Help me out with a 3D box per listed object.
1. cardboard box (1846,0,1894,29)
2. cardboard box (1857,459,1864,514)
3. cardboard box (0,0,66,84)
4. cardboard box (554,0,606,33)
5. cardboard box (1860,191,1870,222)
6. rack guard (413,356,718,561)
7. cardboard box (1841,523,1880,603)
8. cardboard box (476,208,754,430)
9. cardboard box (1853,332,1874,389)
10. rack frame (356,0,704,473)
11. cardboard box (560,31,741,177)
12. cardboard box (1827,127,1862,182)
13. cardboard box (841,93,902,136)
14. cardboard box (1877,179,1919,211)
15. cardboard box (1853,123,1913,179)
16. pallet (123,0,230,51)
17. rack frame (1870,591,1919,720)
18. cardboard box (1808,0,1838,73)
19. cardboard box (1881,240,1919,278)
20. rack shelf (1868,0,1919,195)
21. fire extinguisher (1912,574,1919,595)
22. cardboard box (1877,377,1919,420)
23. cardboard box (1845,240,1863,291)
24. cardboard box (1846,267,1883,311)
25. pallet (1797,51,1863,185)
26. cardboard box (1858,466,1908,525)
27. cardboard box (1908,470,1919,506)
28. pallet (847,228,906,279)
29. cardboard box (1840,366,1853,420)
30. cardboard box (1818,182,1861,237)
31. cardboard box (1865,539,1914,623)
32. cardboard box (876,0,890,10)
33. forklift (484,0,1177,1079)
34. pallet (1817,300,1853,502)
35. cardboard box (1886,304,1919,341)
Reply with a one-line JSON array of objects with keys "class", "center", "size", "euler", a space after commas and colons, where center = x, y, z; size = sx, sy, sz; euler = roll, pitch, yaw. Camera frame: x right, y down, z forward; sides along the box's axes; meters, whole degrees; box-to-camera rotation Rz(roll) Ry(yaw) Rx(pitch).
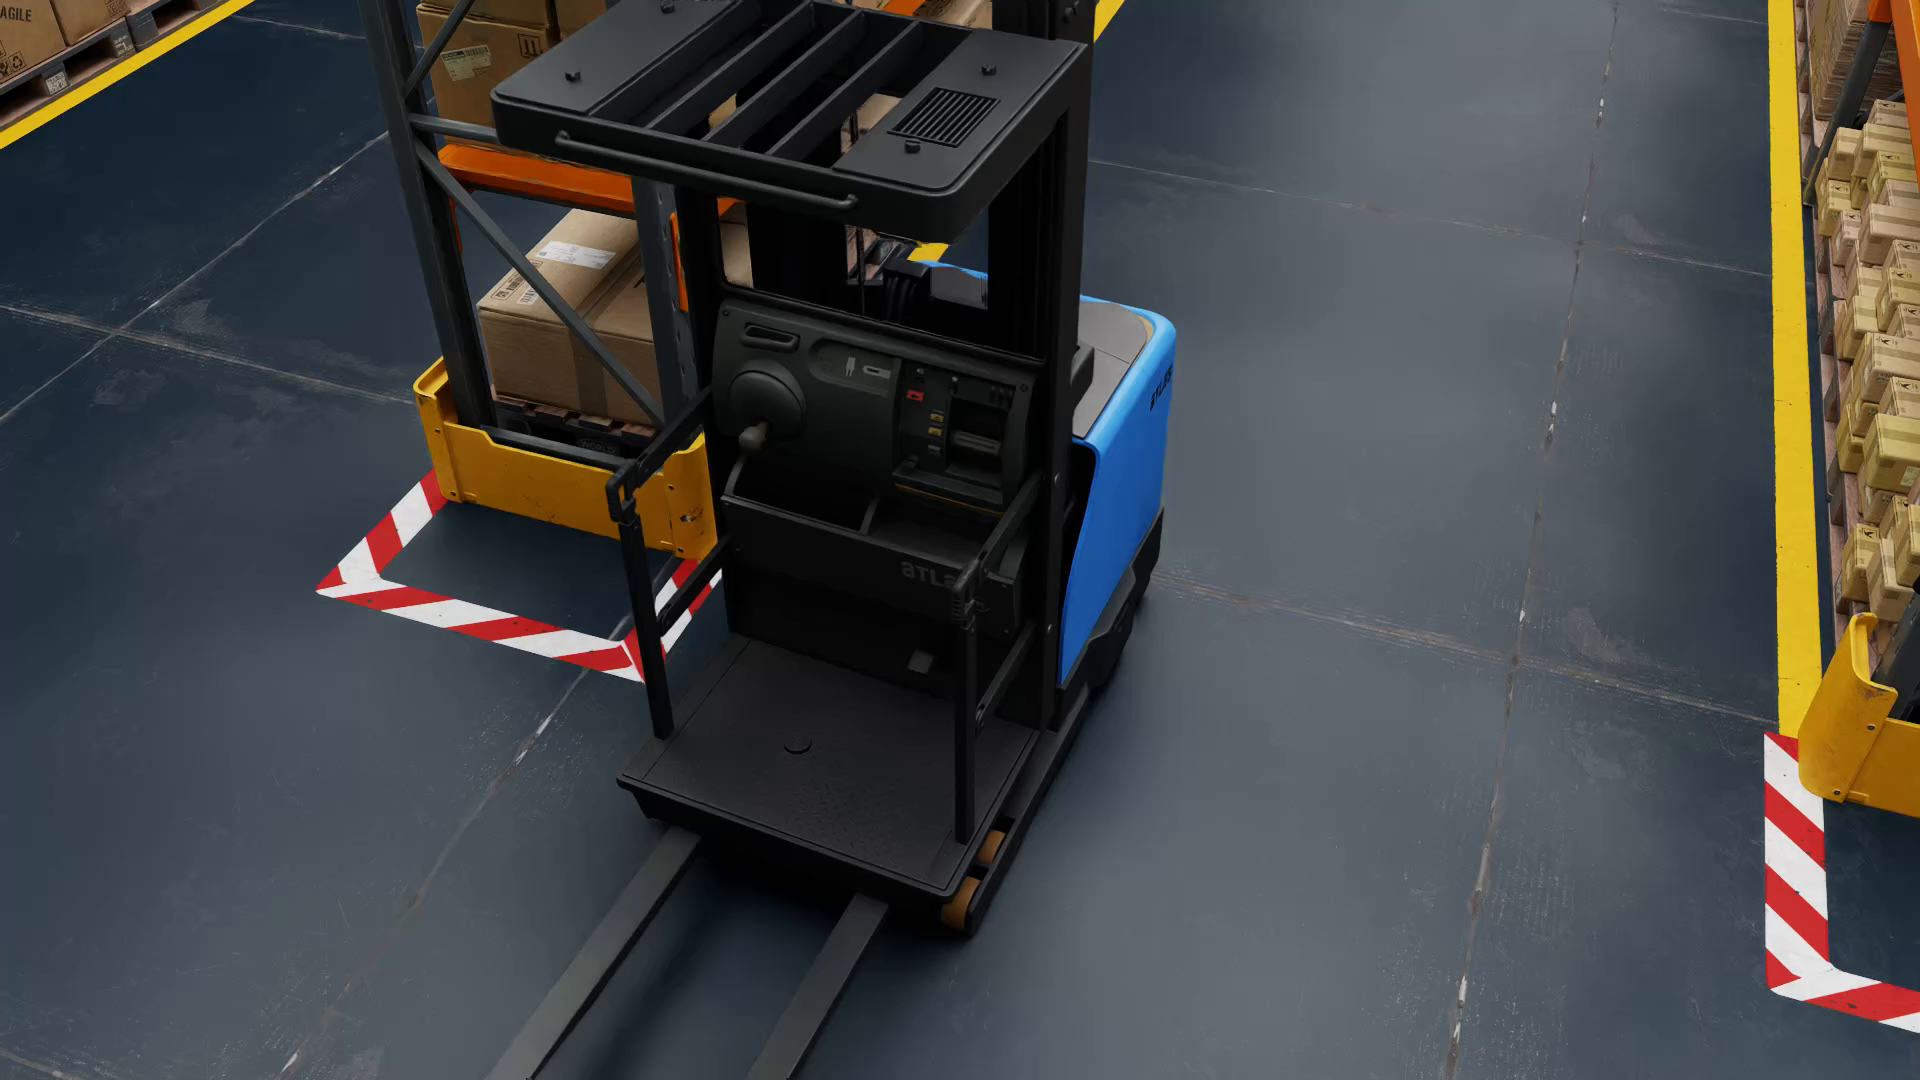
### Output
[{"class": "cardboard box", "center": [4.647, -2.709, 8.138], "size": [0.500, 0.250, 0.500], "euler": [12, 42, 14]}, {"class": "cardboard box", "center": [3.482, -0.182, 6.025], "size": [0.380, 0.149, 0.250], "euler": [14, 42, 16]}, {"class": "cardboard box", "center": [-5.188, -2.775, 8.794], "size": [0.500, 0.500, 0.500], "euler": [14, 42, 16]}, {"class": "cardboard box", "center": [-0.992, -1.950, 5.377], "size": [0.500, 0.500, 0.500], "euler": [12, 42, 14]}, {"class": "cardboard box", "center": [4.154, -1.412, 7.237], "size": [0.380, 0.149, 0.250], "euler": [13, 42, 15]}, {"class": "rack guard", "center": [-1.432, -0.336, 6.259], "size": [1.175, 0.500, 0.348], "euler": [13, 42, 15]}, {"class": "cardboard box", "center": [3.239, 0.114, 5.679], "size": [0.380, 0.149, 0.250], "euler": [15, 43, 16]}, {"class": "cardboard box", "center": [-1.292, -0.911, 6.658], "size": [0.875, 0.438, 0.875], "euler": [12, 42, 14]}, {"class": "cardboard box", "center": [3.621, -0.626, 6.317], "size": [0.380, 0.149, 0.250], "euler": [15, 43, 17]}, {"class": "rack frame", "center": [-1.424, -1.302, 5.464], "size": [1.000, 3.000, 0.127], "euler": [13, 42, 15]}, {"class": "cardboard box", "center": [-0.990, -1.569, 5.700], "size": [0.500, 0.500, 0.500], "euler": [13, 42, 15]}, {"class": "cardboard box", "center": [4.205, -1.743, 7.625], "size": [0.380, 0.149, 0.250], "euler": [15, 43, 17]}, {"class": "cardboard box", "center": [-0.677, -2.021, 7.958], "size": [0.875, 0.438, 0.875], "euler": [12, 42, 14]}, {"class": "cardboard box", "center": [4.060, -1.358, 6.945], "size": [0.380, 0.149, 0.250], "euler": [12, 42, 14]}, {"class": "cardboard box", "center": [4.168, -1.687, 7.331], "size": [0.380, 0.149, 0.250], "euler": [15, 43, 17]}, {"class": "pallet", "center": [-4.958, -3.361, 10.027], "size": [1.003, 0.211, 1.213], "euler": [13, 42, 15]}, {"class": "rack frame", "center": [3.262, -0.265, 4.249], "size": [1.000, 3.000, 0.127], "euler": [13, 42, 15]}, {"class": "cardboard box", "center": [4.822, -2.733, 8.745], "size": [0.500, 0.500, 0.500], "euler": [12, 42, 14]}, {"class": "cardboard box", "center": [3.880, -1.036, 6.568], "size": [0.380, 0.149, 0.250], "euler": [12, 42, 13]}, {"class": "rack shelf", "center": [3.946, -1.211, 5.912], "size": [1.077, 0.370, 4.000], "euler": [13, 42, 15]}, {"class": "fire extinguisher", "center": [2.742, -0.042, 4.335], "size": [0.296, 0.674, 0.183], "euler": [13, 42, 15]}, {"class": "cardboard box", "center": [3.462, -0.416, 5.841], "size": [0.380, 0.149, 0.250], "euler": [12, 42, 13]}, {"class": "cardboard box", "center": [4.037, -1.137, 7.145], "size": [0.380, 0.149, 0.250], "euler": [12, 42, 14]}, {"class": "cardboard box", "center": [3.797, -0.945, 6.691], "size": [0.380, 0.149, 0.250], "euler": [13, 42, 15]}, {"class": "pallet", "center": [4.895, -2.119, 8.571], "size": [1.003, 0.211, 1.213], "euler": [13, 42, 15]}, {"class": "cardboard box", "center": [3.350, -0.156, 5.765], "size": [0.380, 0.149, 0.250], "euler": [12, 42, 13]}, {"class": "cardboard box", "center": [3.345, -0.086, 5.454], "size": [0.380, 0.149, 0.250], "euler": [14, 42, 16]}, {"class": "pallet", "center": [-0.805, -1.487, 7.831], "size": [1.003, 0.211, 1.213], "euler": [13, 42, 15]}, {"class": "cardboard box", "center": [3.623, -0.514, 6.414], "size": [0.380, 0.149, 0.250], "euler": [14, 42, 16]}, {"class": "cardboard box", "center": [4.113, -1.466, 7.531], "size": [0.380, 0.149, 0.250], "euler": [14, 43, 16]}, {"class": "cardboard box", "center": [3.174, 0.162, 5.393], "size": [0.380, 0.149, 0.250], "euler": [12, 42, 14]}, {"class": "cardboard box", "center": [-0.497, -2.499, 6.791], "size": [0.500, 0.500, 0.500], "euler": [15, 43, 17]}, {"class": "forklift", "center": [-0.332, -0.287, 4.328], "size": [1.130, 2.935, 3.031], "euler": [16, 43, 18]}, {"class": "pallet", "center": [4.018, -0.479, 6.649], "size": [1.003, 0.211, 1.213], "euler": [13, 42, 15]}, {"class": "cardboard box", "center": [3.696, -0.728, 6.207], "size": [0.380, 0.149, 0.250], "euler": [12, 42, 14]}]
